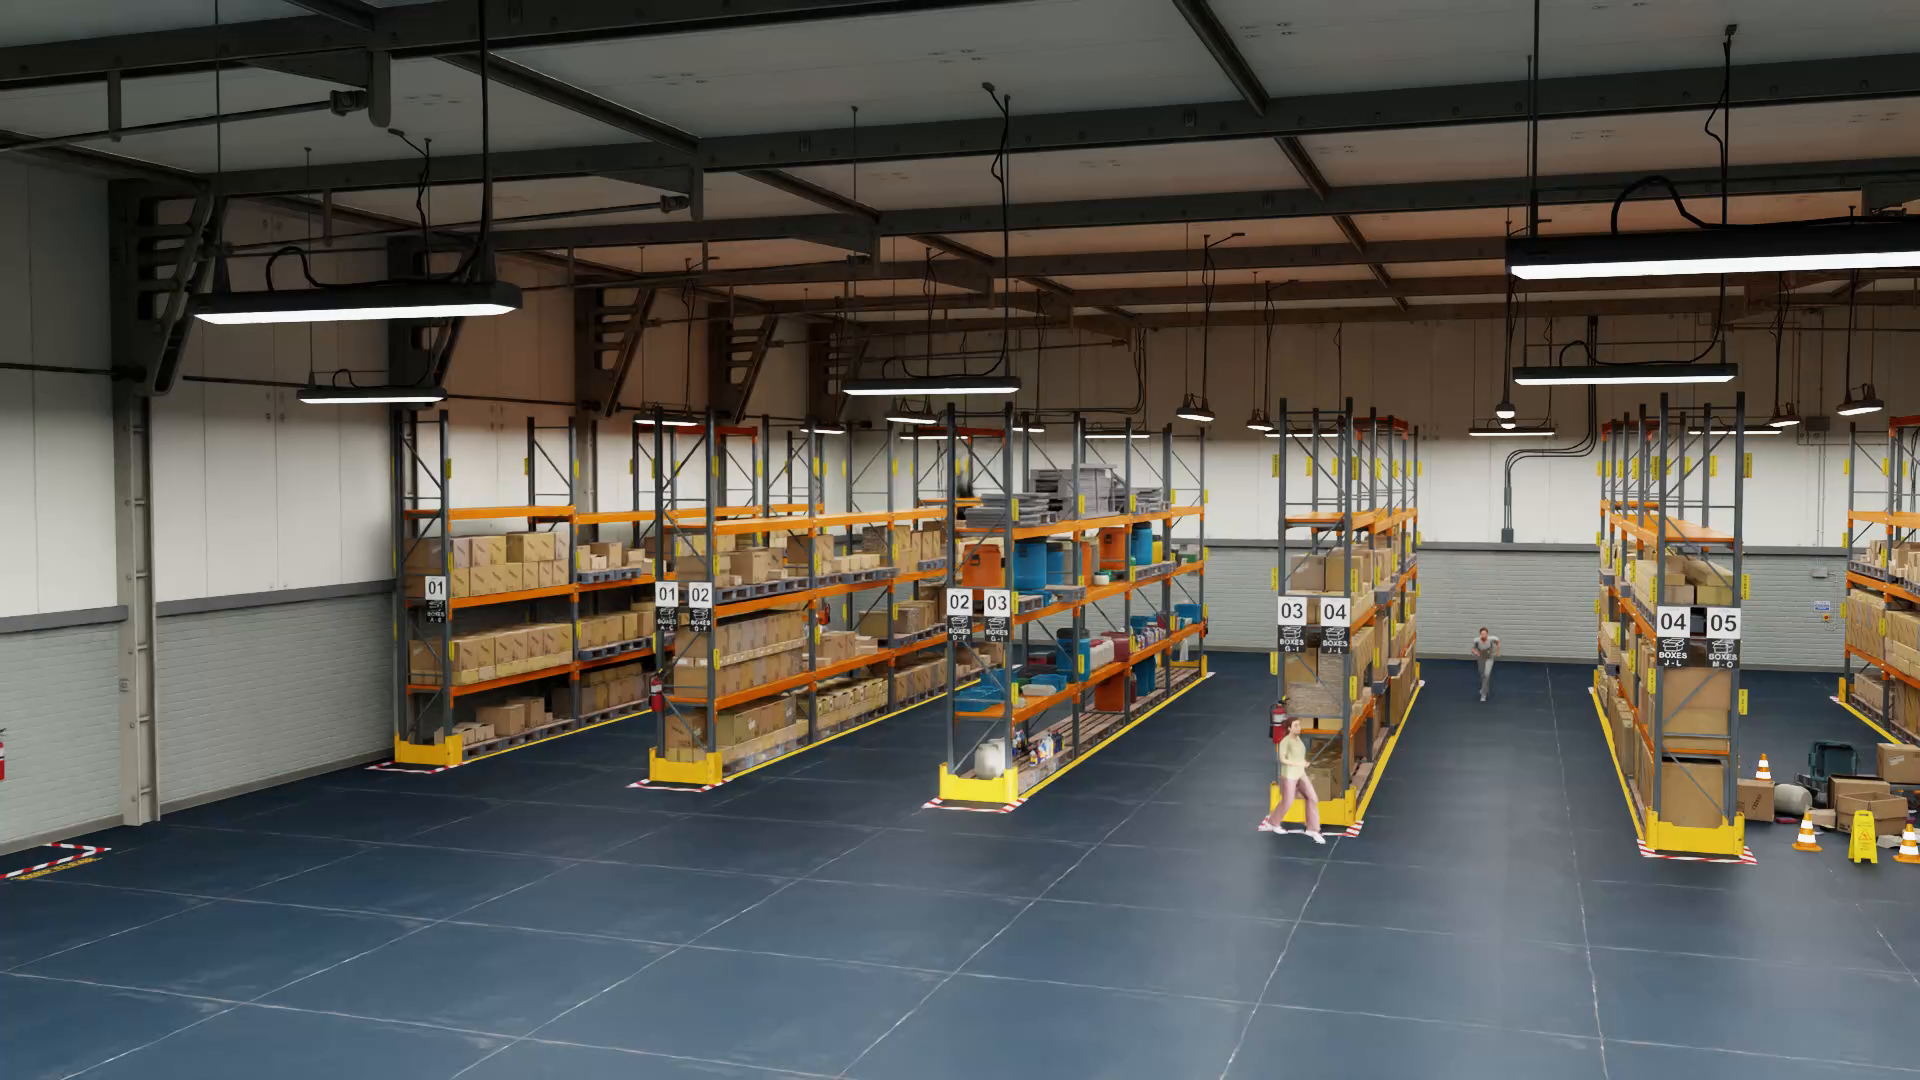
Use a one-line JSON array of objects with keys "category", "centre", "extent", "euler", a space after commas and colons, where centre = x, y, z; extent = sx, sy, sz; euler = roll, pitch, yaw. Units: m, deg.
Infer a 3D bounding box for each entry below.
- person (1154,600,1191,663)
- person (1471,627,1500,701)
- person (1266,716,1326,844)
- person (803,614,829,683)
[{"category": "person", "centre": [5.352, 2.379, 42.032], "extent": [1.059, 1.746, 0.753], "euler": [1, 3, 22]}, {"category": "person", "centre": [11.439, 2.678, 36.200], "extent": [0.605, 1.627, 0.964], "euler": [1, 3, 19]}, {"category": "person", "centre": [4.469, 3.217, 22.377], "extent": [0.869, 1.681, 0.586], "euler": [2, 3, 43]}, {"category": "person", "centre": [-3.264, 2.524, 37.229], "extent": [0.652, 1.776, 0.676], "euler": [0, 2, 5]}]
